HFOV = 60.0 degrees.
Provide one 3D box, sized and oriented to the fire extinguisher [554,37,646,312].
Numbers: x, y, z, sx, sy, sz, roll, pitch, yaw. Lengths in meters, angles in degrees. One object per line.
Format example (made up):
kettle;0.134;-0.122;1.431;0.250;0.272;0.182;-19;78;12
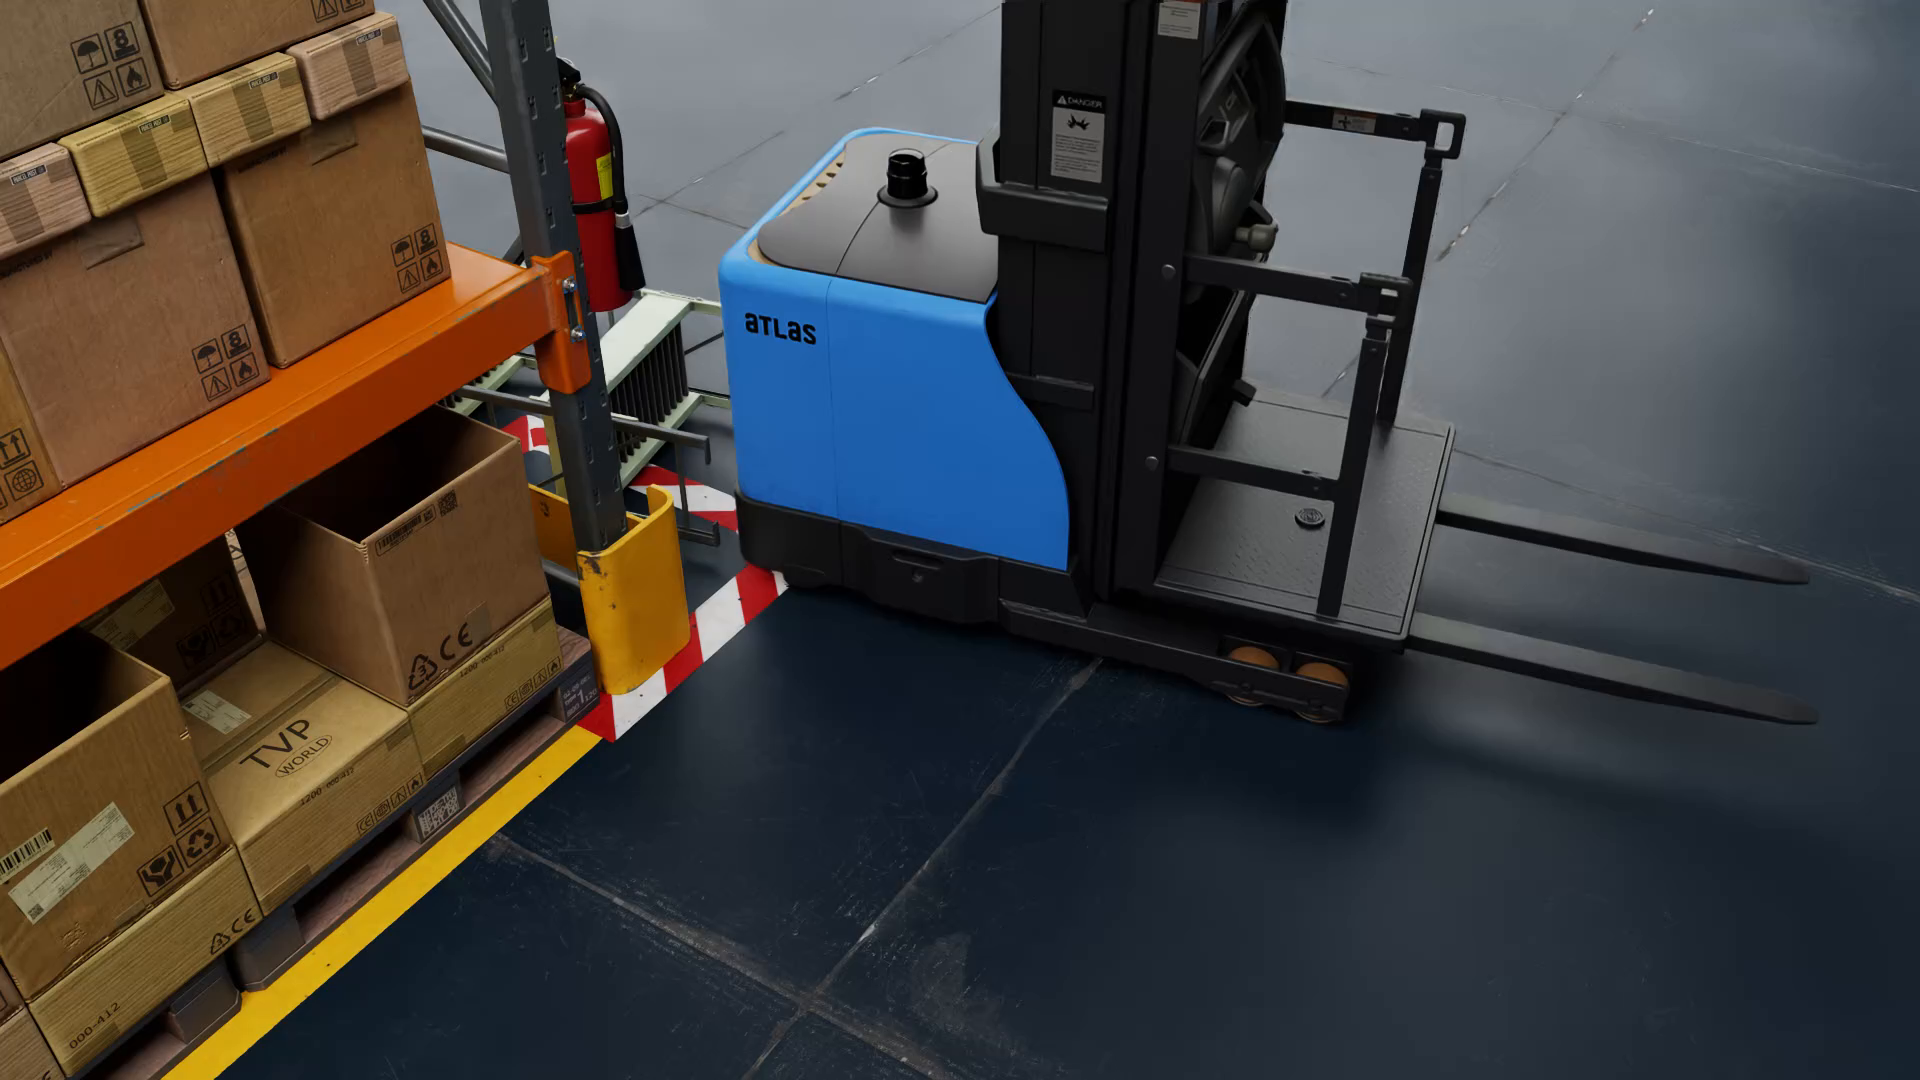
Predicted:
fire extinguisher;-0.907;-0.881;4.000;0.296;0.674;0.183;21;42;25

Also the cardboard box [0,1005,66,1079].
cardboard box;-2.194;1.070;3.313;0.500;0.250;0.500;21;42;25

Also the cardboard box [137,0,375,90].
cardboard box;-1.652;-1.293;3.325;0.700;0.500;0.500;21;42;25

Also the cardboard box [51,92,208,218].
cardboard box;-1.683;-0.773;3.183;0.380;0.149;0.250;21;42;24

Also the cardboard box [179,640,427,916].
cardboard box;-1.659;0.554;3.982;0.500;0.250;0.500;21;42;25

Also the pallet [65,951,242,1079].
pallet;-2.392;1.136;3.604;1.003;0.211;1.213;21;42;25

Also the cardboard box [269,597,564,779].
cardboard box;-1.401;0.293;4.321;0.500;0.250;0.500;21;42;25

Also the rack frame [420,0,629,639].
rack frame;-1.363;-1.003;4.094;1.000;3.000;0.127;21;42;25

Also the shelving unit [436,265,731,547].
shelving unit;-1.326;-0.508;5.507;1.500;0.431;0.755;13;39;16

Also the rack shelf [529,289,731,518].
rack shelf;-1.020;-0.440;5.419;0.370;0.431;0.720;13;39;16

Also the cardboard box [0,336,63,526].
cardboard box;-2.172;-0.280;3.074;0.700;0.500;0.500;21;43;25

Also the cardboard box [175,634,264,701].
cardboard box;-2.103;0.382;4.205;0.500;0.250;0.500;21;42;25

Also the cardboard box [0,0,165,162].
cardboard box;-1.929;-1.020;2.971;0.700;0.500;0.500;20;42;24

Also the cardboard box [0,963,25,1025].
cardboard box;-2.191;0.774;3.083;0.500;0.500;0.500;21;42;25

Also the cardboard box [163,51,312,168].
cardboard box;-1.546;-0.905;3.354;0.380;0.149;0.250;22;43;26

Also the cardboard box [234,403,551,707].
cardboard box;-1.399;-0.004;4.092;0.500;0.500;0.500;21;42;25

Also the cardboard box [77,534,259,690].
cardboard box;-2.104;0.085;3.977;0.500;0.500;0.500;21;42;25

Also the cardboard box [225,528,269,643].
cardboard box;-1.838;0.123;4.541;0.500;0.250;0.500;21;42;25

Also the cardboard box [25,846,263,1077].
cardboard box;-1.925;0.813;3.647;0.500;0.250;0.500;21;42;25

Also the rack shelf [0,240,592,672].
rack shelf;-2.435;0.313;2.976;1.077;0.370;4.000;21;42;25

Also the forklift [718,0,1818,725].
forklift;0.899;-1.024;4.178;3.031;2.935;1.130;13;39;16

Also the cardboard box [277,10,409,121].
cardboard box;-1.407;-1.040;3.529;0.380;0.149;0.250;20;42;24

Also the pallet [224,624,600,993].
pallet;-1.737;0.509;4.416;1.003;0.211;1.213;21;42;25

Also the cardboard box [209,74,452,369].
cardboard box;-1.624;-0.806;3.757;0.700;0.500;0.500;21;42;25

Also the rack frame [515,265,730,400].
rack frame;-1.201;-0.718;5.780;1.500;0.400;0.023;13;39;16

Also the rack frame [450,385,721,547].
rack frame;-1.452;-0.298;5.235;1.500;0.400;0.023;13;39;16

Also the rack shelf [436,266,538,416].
rack shelf;-1.693;-0.590;5.613;0.370;0.431;0.720;13;39;16

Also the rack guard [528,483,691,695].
rack guard;-1.350;-0.025;4.873;1.175;0.500;0.348;21;42;25

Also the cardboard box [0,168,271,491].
cardboard box;-1.901;-0.534;3.404;0.700;0.500;0.500;22;43;26

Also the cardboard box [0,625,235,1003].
cardboard box;-1.922;0.517;3.417;0.500;0.500;0.500;21;42;25

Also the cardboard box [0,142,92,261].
cardboard box;-1.819;-0.644;3.015;0.380;0.149;0.250;22;43;26
